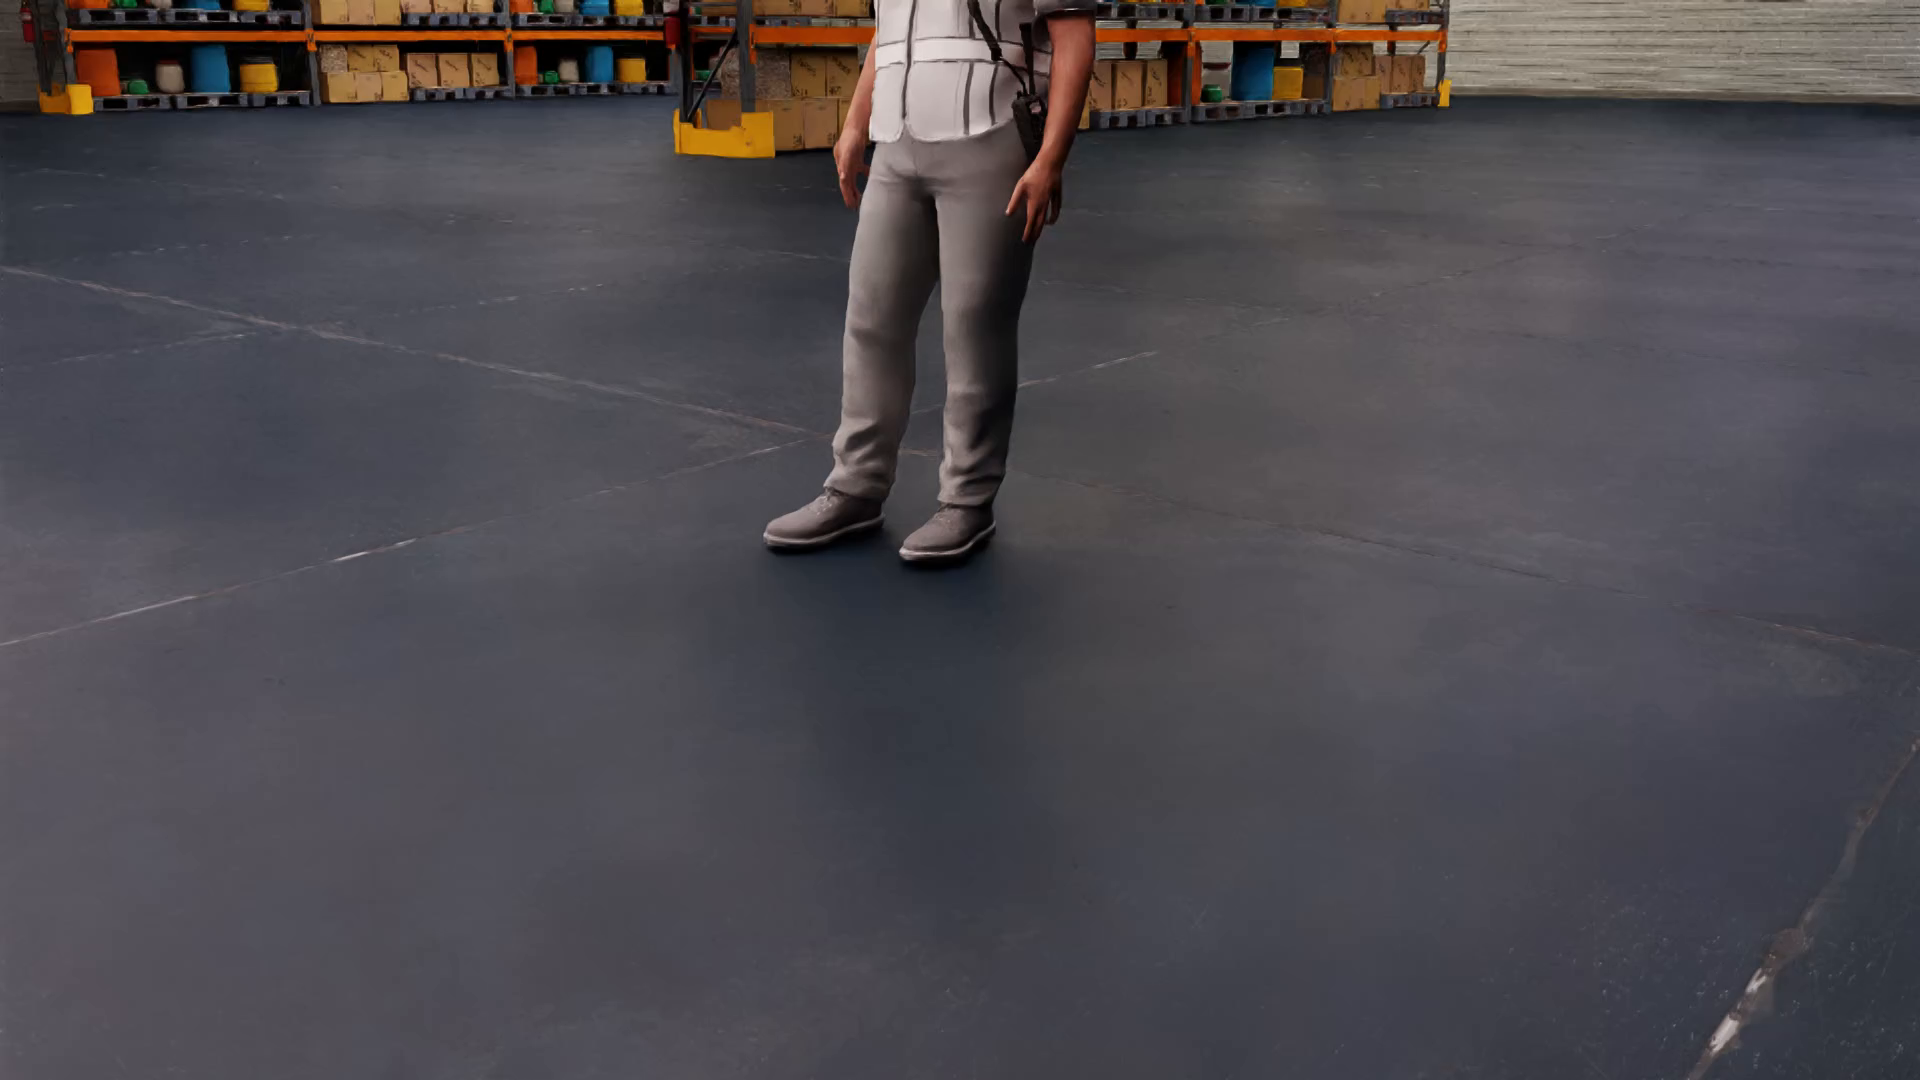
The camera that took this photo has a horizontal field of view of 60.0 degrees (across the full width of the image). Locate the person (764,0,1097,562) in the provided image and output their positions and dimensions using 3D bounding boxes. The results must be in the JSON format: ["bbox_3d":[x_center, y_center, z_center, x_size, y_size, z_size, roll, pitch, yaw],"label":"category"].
[{"bbox_3d":[-0.059,-0.845,3.631,0.640,1.781,0.574,13,21,37],"label":"person"}]
